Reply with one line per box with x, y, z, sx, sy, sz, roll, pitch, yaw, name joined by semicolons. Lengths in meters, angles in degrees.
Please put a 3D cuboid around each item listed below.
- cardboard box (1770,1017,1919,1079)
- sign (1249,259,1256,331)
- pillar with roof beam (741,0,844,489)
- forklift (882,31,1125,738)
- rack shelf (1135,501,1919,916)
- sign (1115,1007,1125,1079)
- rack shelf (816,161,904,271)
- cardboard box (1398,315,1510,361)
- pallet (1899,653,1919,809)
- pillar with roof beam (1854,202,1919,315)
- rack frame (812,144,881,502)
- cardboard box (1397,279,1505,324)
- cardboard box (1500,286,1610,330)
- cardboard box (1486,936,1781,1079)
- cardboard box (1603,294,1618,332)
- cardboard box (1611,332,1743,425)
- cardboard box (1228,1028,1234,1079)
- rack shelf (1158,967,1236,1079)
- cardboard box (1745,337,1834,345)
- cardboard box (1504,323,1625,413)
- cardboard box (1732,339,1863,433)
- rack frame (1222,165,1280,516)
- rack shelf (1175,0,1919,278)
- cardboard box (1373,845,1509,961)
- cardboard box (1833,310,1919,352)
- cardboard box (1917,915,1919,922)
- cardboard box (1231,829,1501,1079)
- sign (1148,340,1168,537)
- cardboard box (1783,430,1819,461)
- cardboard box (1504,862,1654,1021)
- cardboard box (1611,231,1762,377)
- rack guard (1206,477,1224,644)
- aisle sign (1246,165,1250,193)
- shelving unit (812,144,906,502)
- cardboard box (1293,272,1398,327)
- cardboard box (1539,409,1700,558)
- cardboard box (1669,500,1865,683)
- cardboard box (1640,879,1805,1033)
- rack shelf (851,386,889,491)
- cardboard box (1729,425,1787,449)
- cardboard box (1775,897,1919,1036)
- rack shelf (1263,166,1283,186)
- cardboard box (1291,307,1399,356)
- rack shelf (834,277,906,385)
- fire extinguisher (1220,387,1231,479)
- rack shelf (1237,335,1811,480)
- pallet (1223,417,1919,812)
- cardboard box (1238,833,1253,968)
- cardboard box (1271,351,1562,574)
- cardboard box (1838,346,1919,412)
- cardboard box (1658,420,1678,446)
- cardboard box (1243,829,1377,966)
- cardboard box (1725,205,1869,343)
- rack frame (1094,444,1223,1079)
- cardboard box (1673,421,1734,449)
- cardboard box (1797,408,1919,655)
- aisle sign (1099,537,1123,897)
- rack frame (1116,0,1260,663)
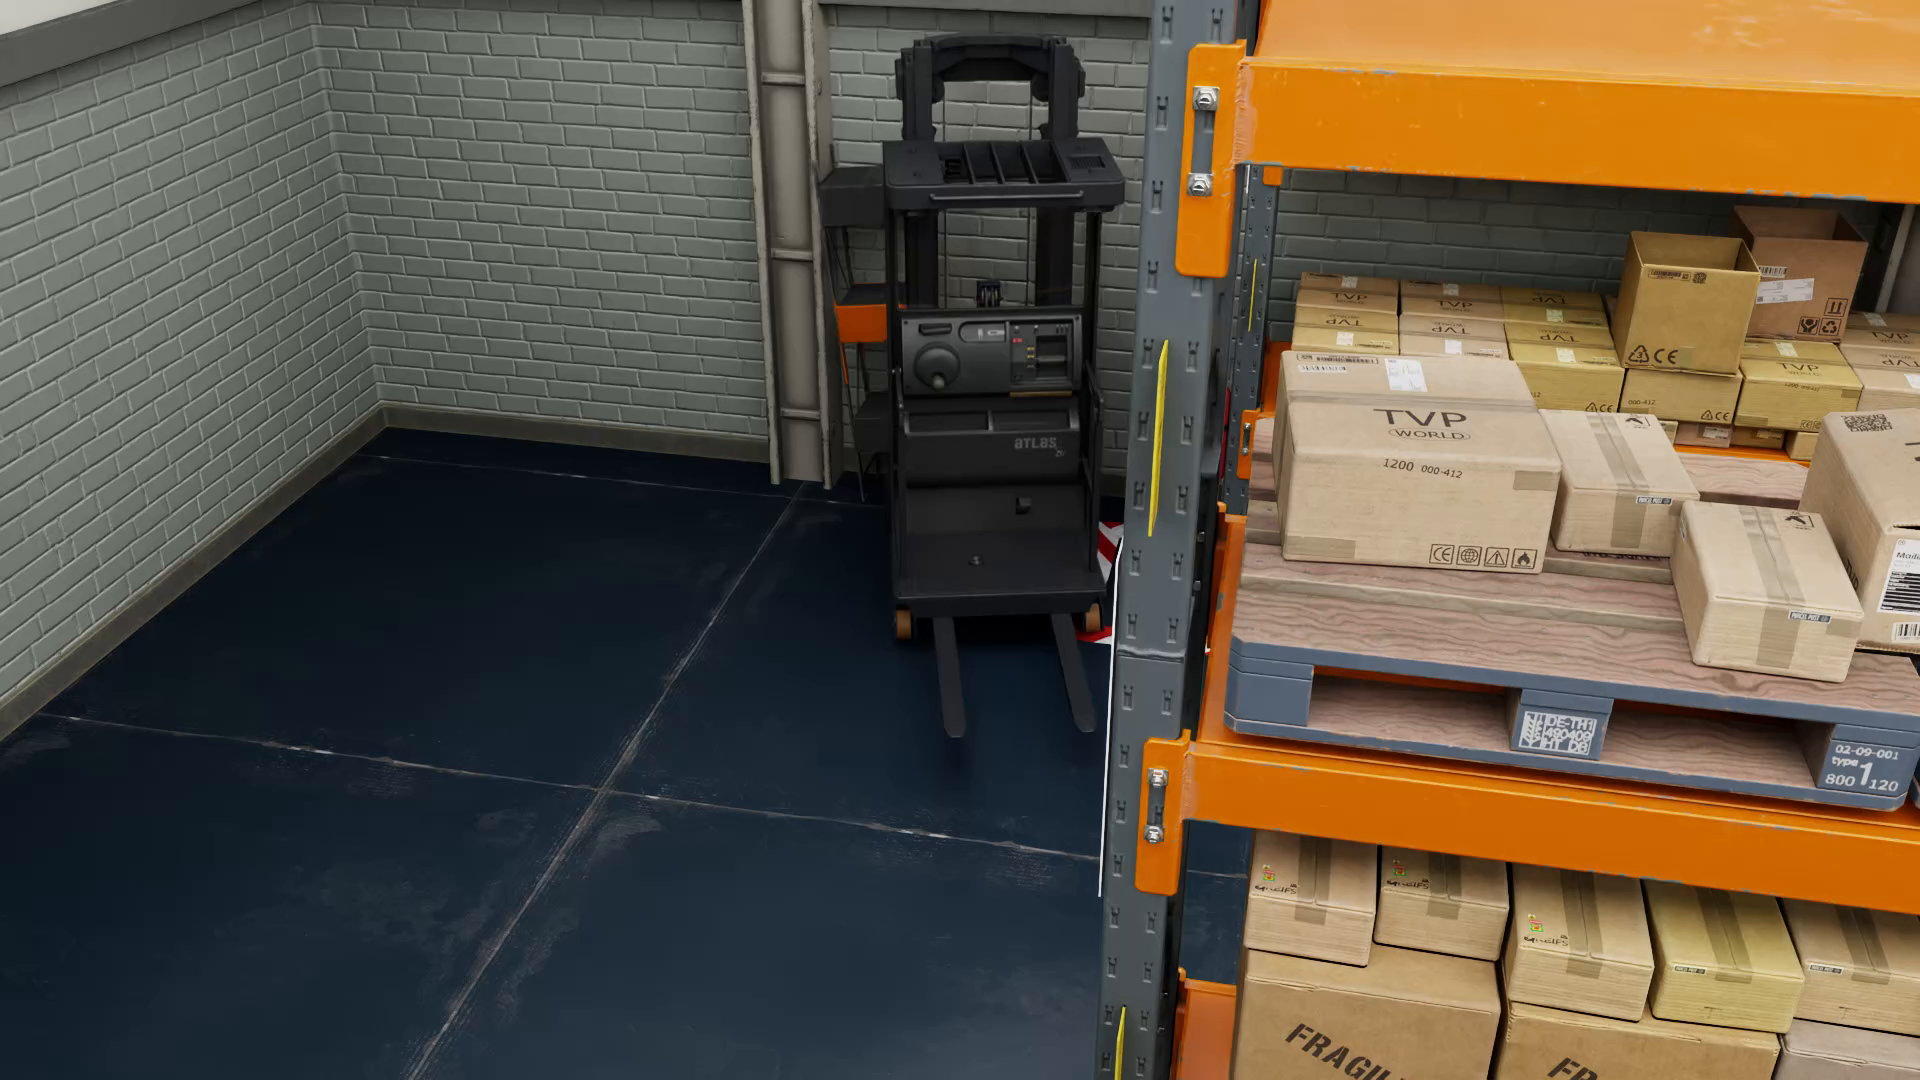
1.880;1.100;3.473;0.500;0.500;0.500;6;29;10;cardboard box
1.378;-1.153;7.831;0.005;0.325;0.100;6;29;11;sign
-1.857;-2.331;4.637;0.400;9.000;9.100;6;29;11;pillar with roof beam
0.182;-0.921;8.380;1.130;2.935;3.031;-2;29;-3;forklift
2.414;0.504;3.331;4.000;0.370;1.077;6;29;11;rack shelf
0.336;1.149;3.543;0.005;0.325;0.100;6;29;11;sign
-0.496;-1.857;9.472;0.480;0.518;0.431;0;28;13;rack shelf
2.371;-0.870;8.062;0.500;0.250;0.500;6;29;11;cardboard box
2.382;0.217;3.198;1.213;0.211;1.003;6;29;11;pallet
4.011;-1.730;3.538;0.400;9.000;9.100;6;29;11;pillar with roof beam
-0.661;-1.252;9.842;0.015;2.100;0.400;0;28;13;rack frame
2.500;-1.119;8.516;0.500;0.250;0.500;6;29;11;cardboard box
2.983;-1.067;8.422;0.500;0.250;0.500;7;29;12;cardboard box
1.375;1.052;3.560;0.500;0.500;0.500;5;29;9;cardboard box
3.495;-1.014;8.326;0.500;0.250;0.500;6;29;10;cardboard box
3.372;-0.780;7.897;0.500;0.250;0.500;5;29;9;cardboard box
0.867;1.443;3.887;0.500;0.500;0.500;6;29;10;cardboard box
2.414;1.820;4.052;4.000;0.370;1.077;6;29;11;rack shelf
3.979;-0.968;8.240;0.500;0.250;0.500;6;29;12;cardboard box
2.868;-0.821;7.972;0.500;0.250;0.500;5;29;10;cardboard box
3.876;-0.727;7.802;0.500;0.250;0.500;6;29;10;cardboard box
1.491;-1.028;8.504;0.127;3.000;1.000;6;29;11;rack frame
2.414;-0.636;2.707;4.000;0.370;1.077;6;29;11;rack shelf
1.019;0.695;3.536;0.250;0.149;0.380;7;29;12;cardboard box
4.483;-0.915;8.144;0.500;0.250;0.500;6;29;10;cardboard box
2.013;0.839;3.273;0.250;0.149;0.380;6;29;11;cardboard box
0.868;1.003;3.649;0.500;0.500;0.500;5;29;9;cardboard box
0.336;-0.170;2.821;0.005;0.325;0.100;6;29;11;sign
4.013;-0.512;7.823;0.250;0.149;0.380;5;29;10;cardboard box
1.249;0.775;3.390;0.250;0.149;0.380;7;29;12;cardboard box
3.345;-1.099;7.700;0.500;0.500;0.500;7;29;12;cardboard box
1.565;0.076;9.090;0.348;0.500;1.175;6;29;11;rack guard
1.363;-2.037;7.640;0.004;0.787;0.394;6;29;11;aisle sign
-0.424;-1.251;9.786;0.503;2.100;0.431;0;28;13;shelving unit
1.996;-1.171;8.612;0.500;0.250;0.500;7;29;12;cardboard box
1.344;-0.123;3.447;0.250;0.149;0.380;4;29;7;cardboard box
1.474;0.087;3.064;0.250;0.149;0.380;7;29;12;cardboard box
1.510;0.793;3.357;0.250;0.149;0.380;5;29;9;cardboard box
-0.348;-0.621;10.113;0.480;0.518;0.431;0;28;13;rack shelf
3.784;-0.590;7.966;0.250;0.149;0.380;6;29;11;cardboard box
1.778;0.794;3.354;0.250;0.149;0.380;6;29;11;cardboard box
3.447;-1.828;7.590;4.000;0.370;1.077;6;29;11;rack shelf
1.878;-0.921;8.154;0.500;0.250;0.500;6;29;11;cardboard box
-0.422;-1.239;9.793;0.480;0.518;0.431;0;28;13;rack shelf
1.251;-0.628;8.243;0.183;0.674;0.296;6;29;11;fire extinguisher
3.447;-0.512;8.310;4.000;0.370;1.077;6;29;11;rack shelf
1.186;0.096;3.419;1.213;0.211;1.003;6;29;11;pallet
0.979;0.758;4.097;0.500;0.500;0.500;7;29;12;cardboard box
0.917;-0.172;3.431;0.500;0.250;0.500;3;29;6;cardboard box
4.361;-0.671;7.699;0.500;0.250;0.500;6;29;11;cardboard box
3.266;-0.587;7.959;0.250;0.149;0.380;7;29;12;cardboard box
0.747;0.702;3.523;0.250;0.149;0.380;6;29;12;cardboard box
4.002;-1.295;8.057;0.500;0.500;0.500;5;29;9;cardboard box
0.458;1.304;4.245;0.127;3.000;1.000;6;29;11;rack frame
3.533;-0.593;7.971;0.250;0.149;0.380;6;29;10;cardboard box
1.911;-0.028;3.105;0.500;0.311;0.500;6;29;11;cardboard box
0.327;0.292;3.385;0.004;0.787;0.394;6;29;11;aisle sign
0.458;-1.328;2.805;0.127;3.000;1.000;6;29;11;rack frame
